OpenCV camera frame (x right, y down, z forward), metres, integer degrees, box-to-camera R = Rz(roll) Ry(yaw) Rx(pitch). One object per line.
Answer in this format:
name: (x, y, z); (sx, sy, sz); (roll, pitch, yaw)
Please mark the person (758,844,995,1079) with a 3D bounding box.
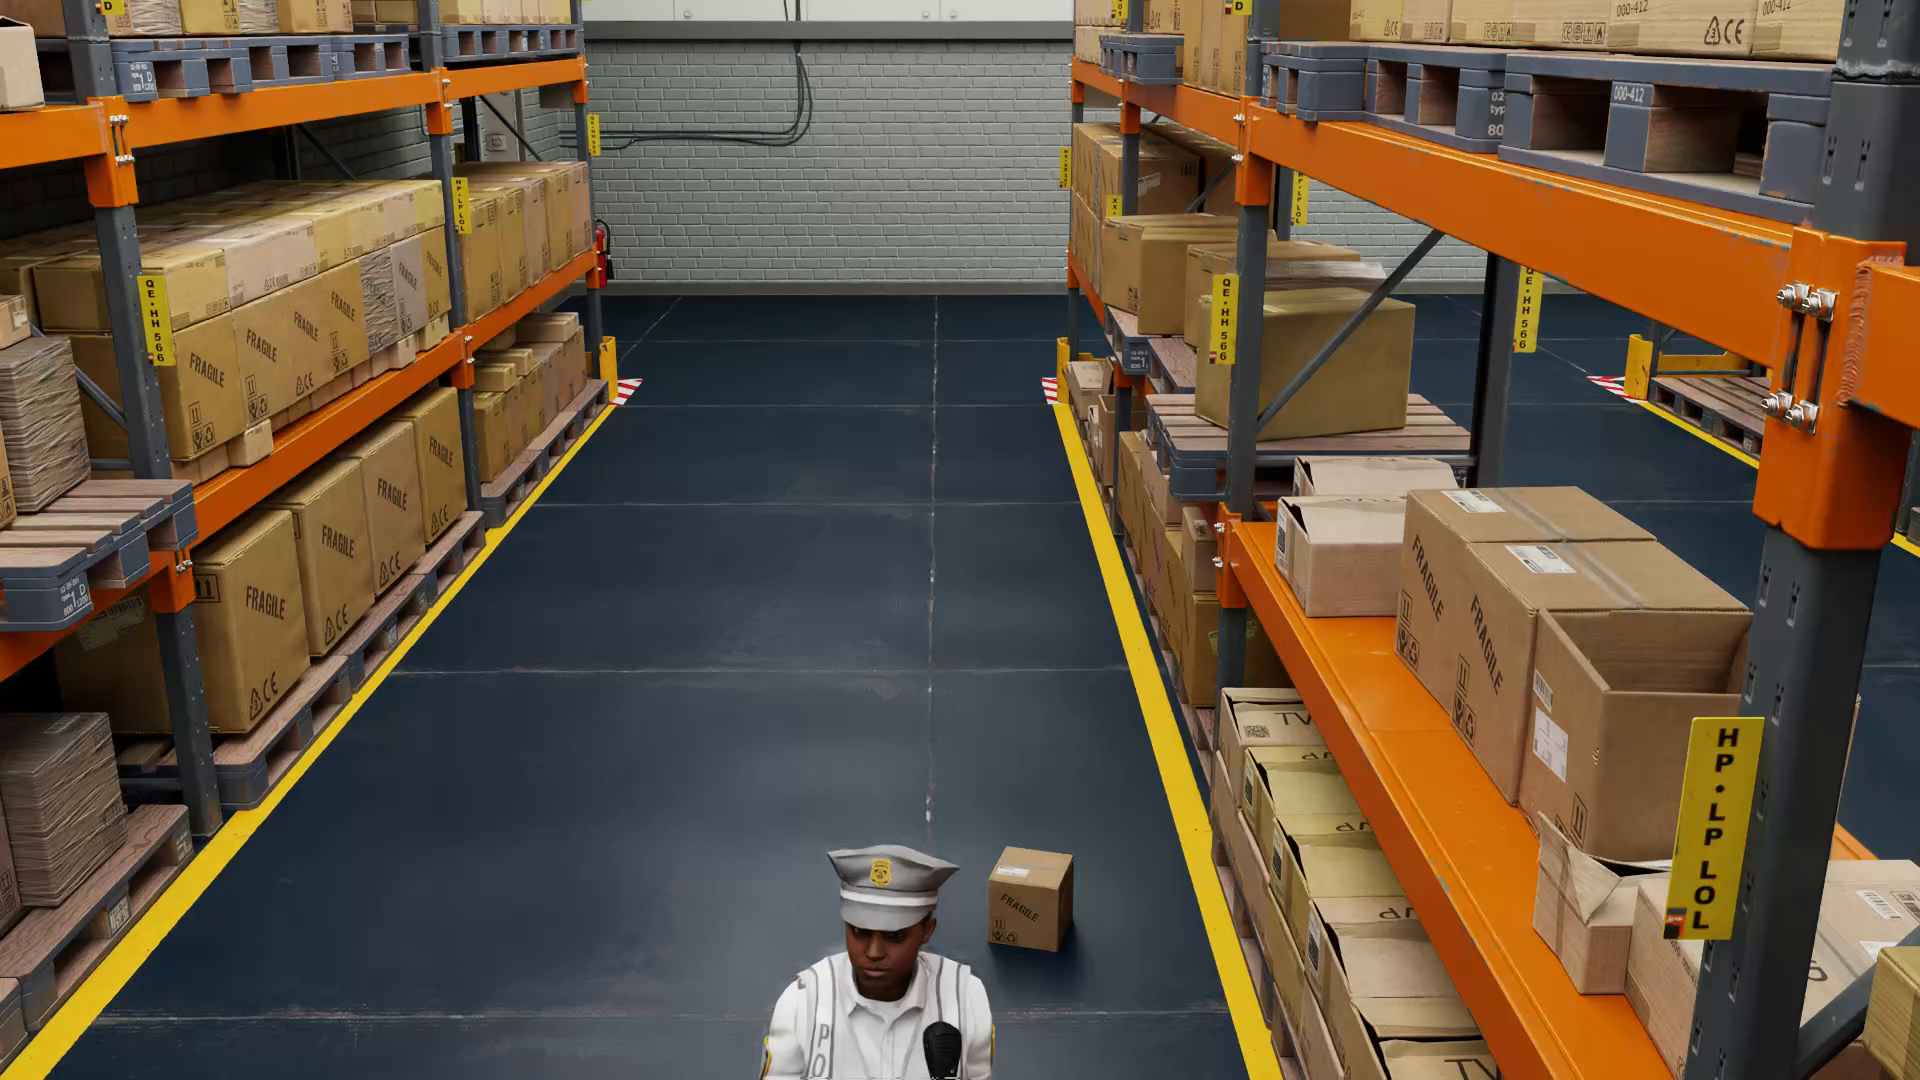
person: (-0.167, 1.329, 3.210); (0.484, 1.644, 0.999); (1, 17, 2)
